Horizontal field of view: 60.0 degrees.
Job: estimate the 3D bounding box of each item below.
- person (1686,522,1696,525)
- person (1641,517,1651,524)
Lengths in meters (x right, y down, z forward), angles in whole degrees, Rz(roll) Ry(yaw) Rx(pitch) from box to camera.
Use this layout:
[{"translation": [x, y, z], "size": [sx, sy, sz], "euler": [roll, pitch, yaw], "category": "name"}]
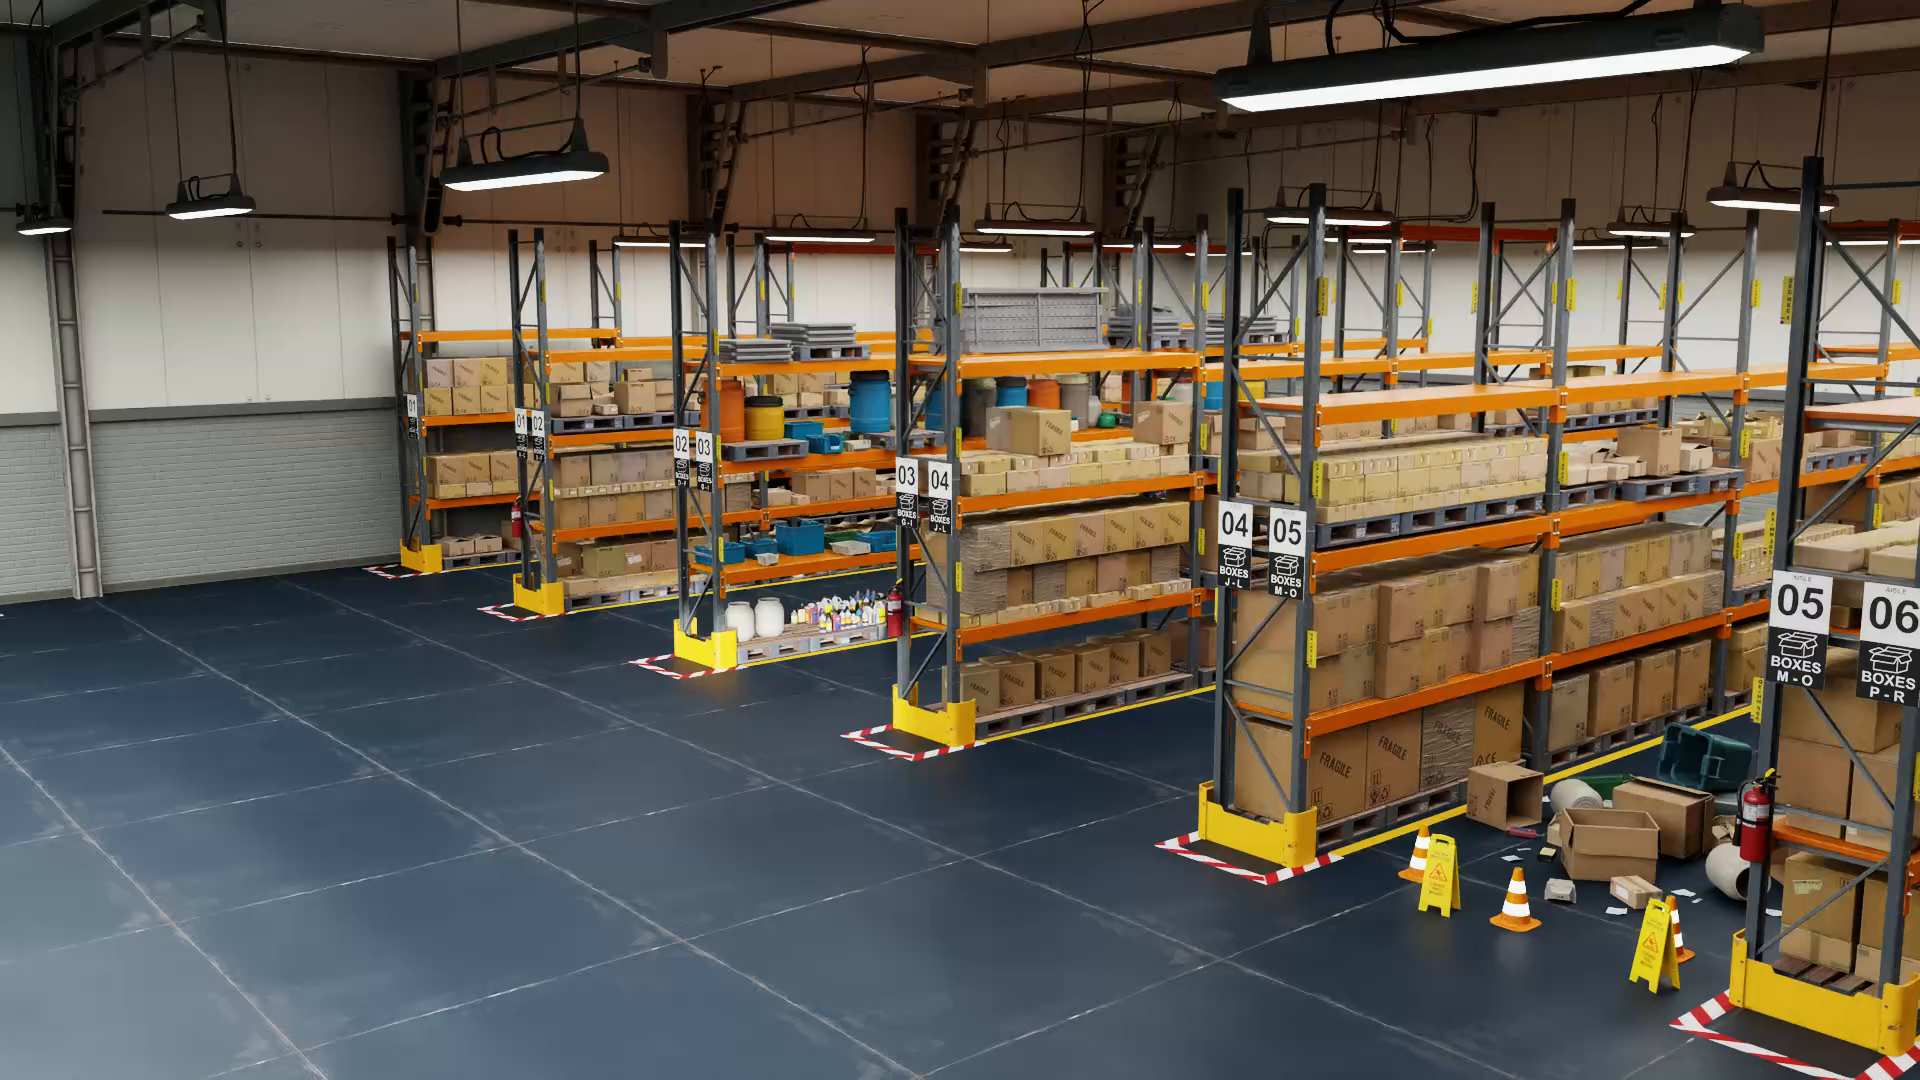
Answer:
[{"translation": [10.488, 0.607, 24.050], "size": [0.601, 1.748, 0.632], "euler": [-6, 11, -34], "category": "person"}, {"translation": [10.738, 0.419, 26.020], "size": [0.546, 1.562, 0.591], "euler": [8, 12, 42], "category": "person"}]
